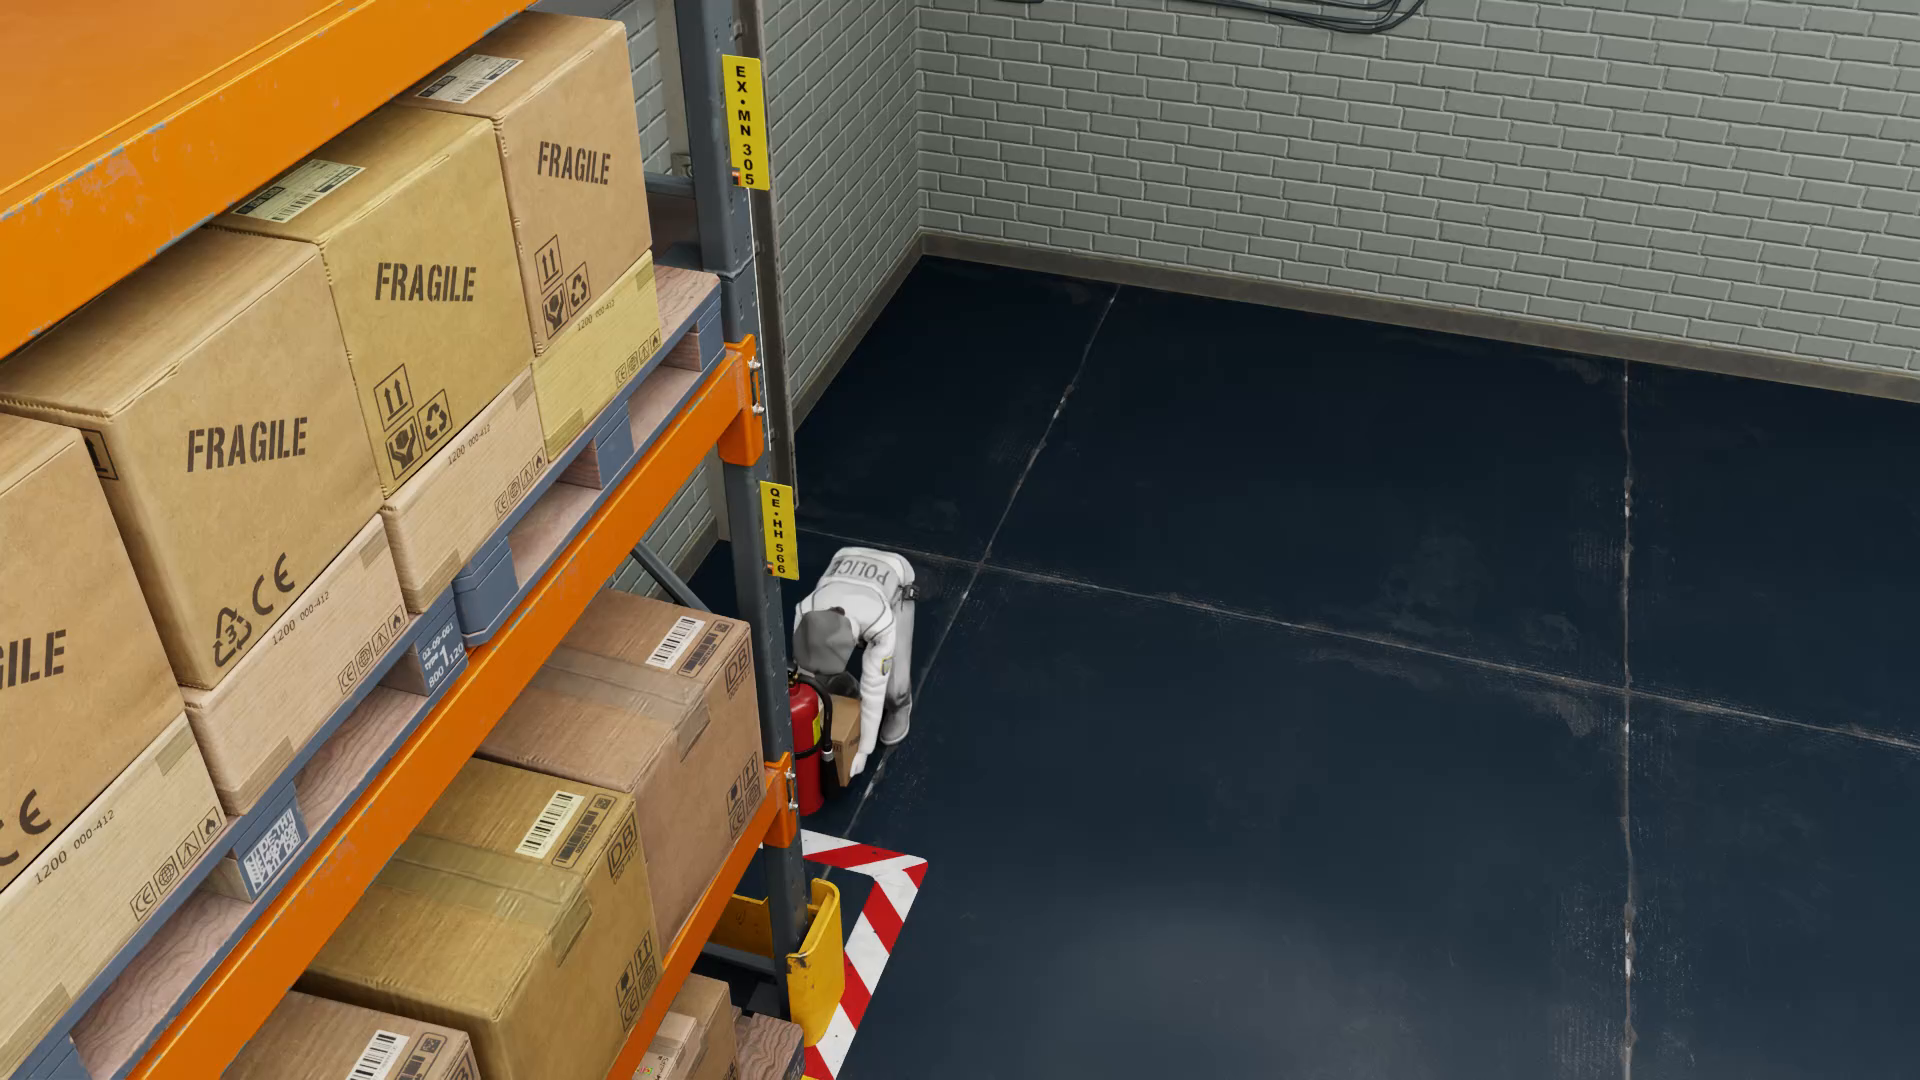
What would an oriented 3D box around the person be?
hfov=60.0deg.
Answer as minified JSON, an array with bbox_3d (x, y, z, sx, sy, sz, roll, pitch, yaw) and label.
[{"bbox_3d":[-0.438,0.491,6.817,0.468,0.977,0.899,9,38,12],"label":"person"}]
